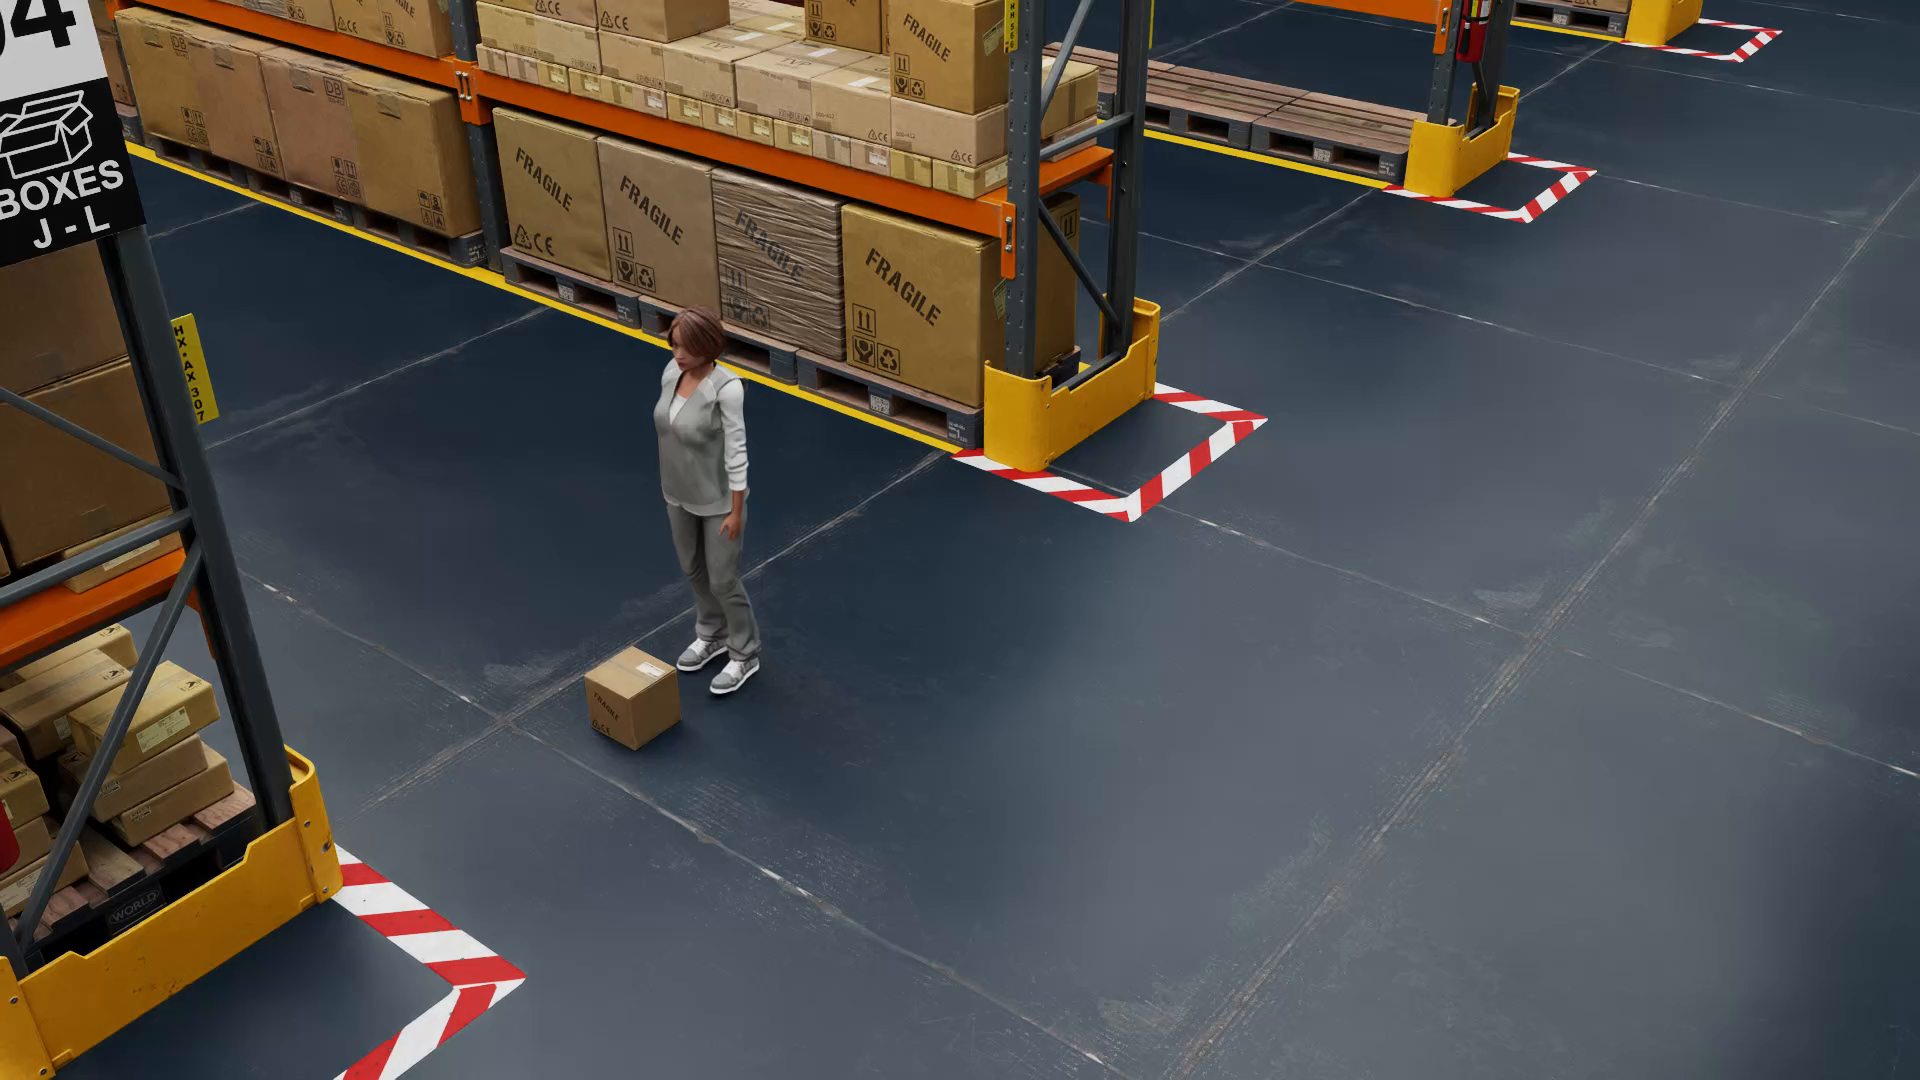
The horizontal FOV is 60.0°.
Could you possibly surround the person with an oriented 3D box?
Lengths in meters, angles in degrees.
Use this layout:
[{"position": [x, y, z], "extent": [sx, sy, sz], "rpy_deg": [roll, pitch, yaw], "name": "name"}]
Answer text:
[{"position": [-0.968, -0.145, 6.397], "extent": [0.408, 1.583, 0.325], "rpy_deg": [22, 38, 32], "name": "person"}]
